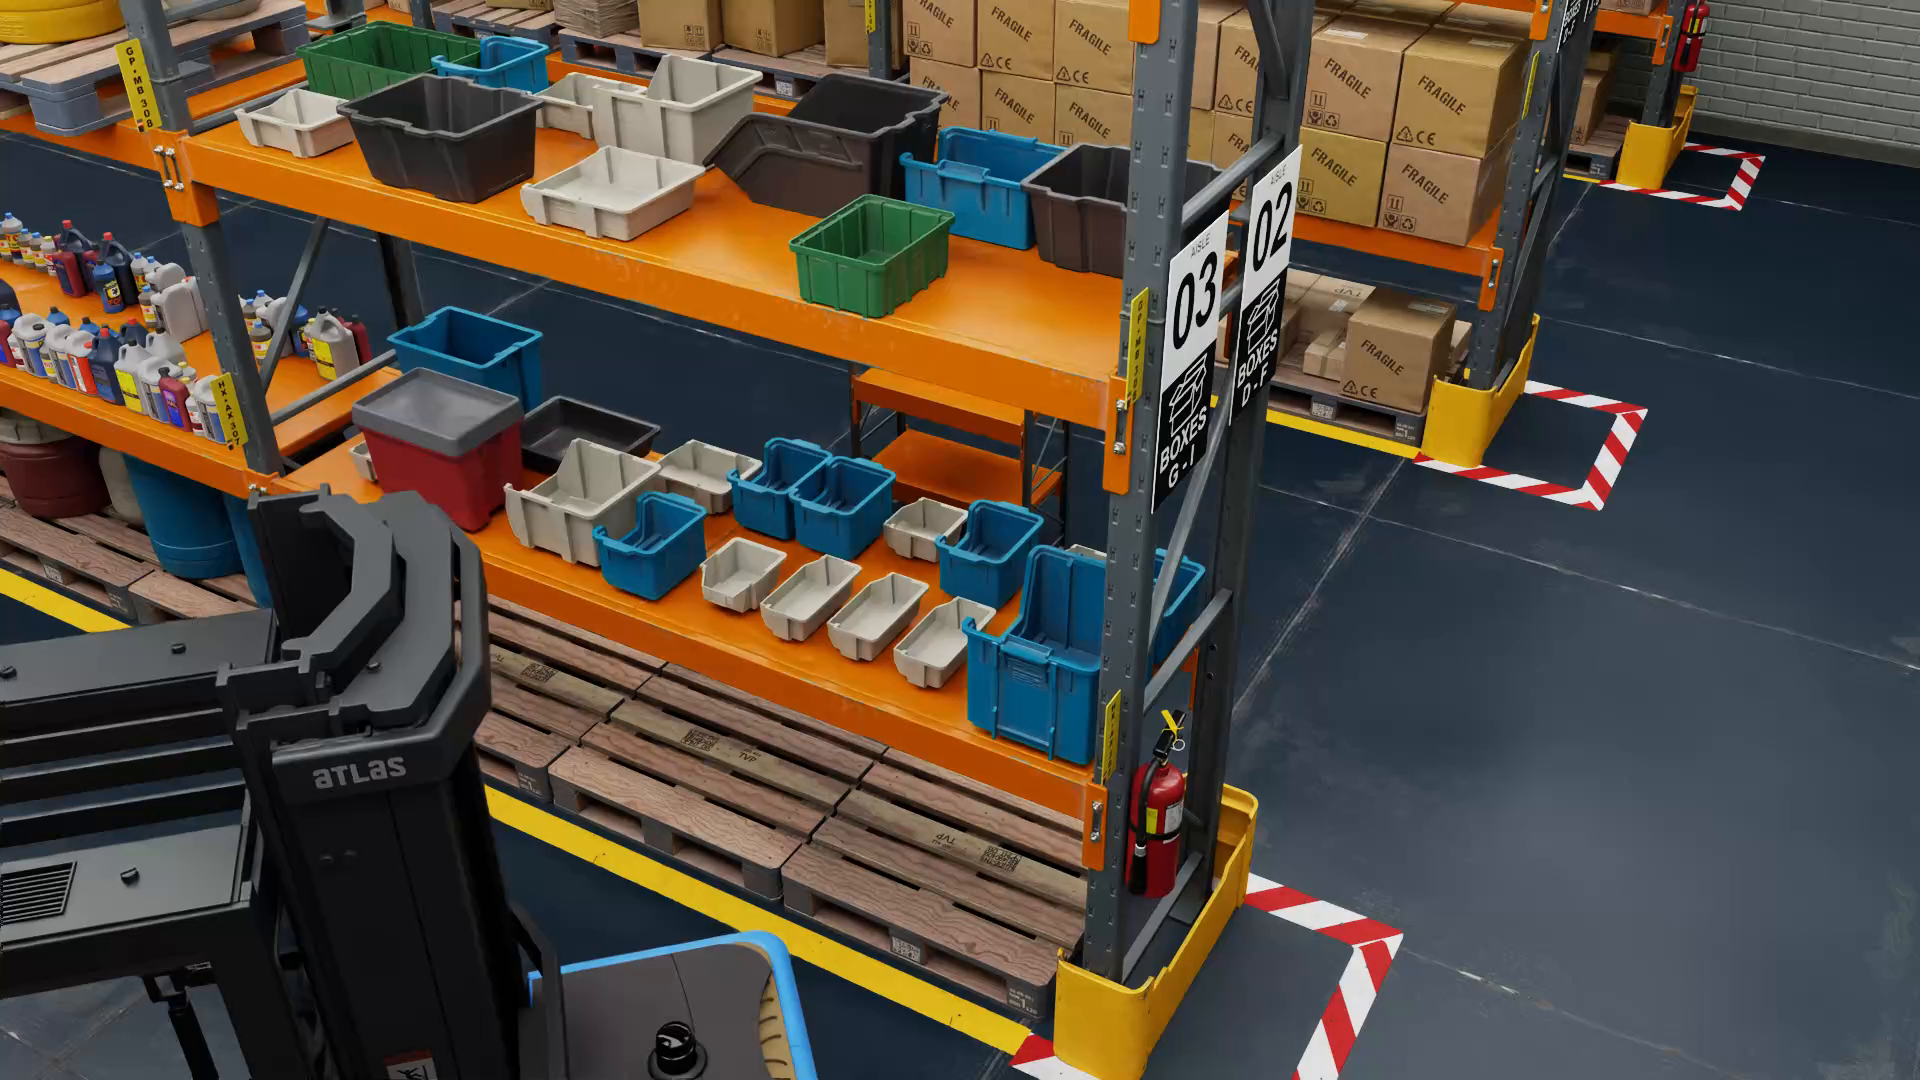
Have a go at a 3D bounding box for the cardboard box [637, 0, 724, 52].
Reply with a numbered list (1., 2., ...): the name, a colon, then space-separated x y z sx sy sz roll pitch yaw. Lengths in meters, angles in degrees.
1. cardboard box: -1.842 -3.732 11.450 0.500 0.500 0.700 8 35 12

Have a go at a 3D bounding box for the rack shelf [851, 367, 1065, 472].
1. rack shelf: 0.006 -0.710 8.544 1.000 0.278 0.538 18 37 24

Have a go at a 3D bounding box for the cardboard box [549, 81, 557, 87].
1. cardboard box: -2.771 -3.457 12.687 0.500 0.250 0.500 19 38 26

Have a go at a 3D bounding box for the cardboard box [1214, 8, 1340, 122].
1. cardboard box: 1.781 -2.686 9.356 0.500 0.500 0.500 19 38 26

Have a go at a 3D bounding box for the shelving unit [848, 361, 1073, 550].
1. shelving unit: 0.006 -0.466 8.706 1.048 1.125 0.538 18 37 24

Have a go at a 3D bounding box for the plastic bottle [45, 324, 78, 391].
1. plastic bottle: -4.113 -0.854 7.710 0.135 0.276 0.152 18 37 24

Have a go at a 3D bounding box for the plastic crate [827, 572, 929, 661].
1. plastic crate: -0.308 0.284 6.072 0.243 0.136 0.396 18 37 24

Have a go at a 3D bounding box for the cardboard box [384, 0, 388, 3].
1. cardboard box: -4.431 -4.462 13.095 0.500 0.311 0.500 17 37 24

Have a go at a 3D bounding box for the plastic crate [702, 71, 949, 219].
1. plastic crate: -0.456 -1.352 5.695 0.767 0.338 0.504 18 37 24

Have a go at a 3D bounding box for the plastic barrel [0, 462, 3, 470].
1. plastic barrel: -5.244 -0.678 9.198 0.421 0.512 0.421 0 34 0

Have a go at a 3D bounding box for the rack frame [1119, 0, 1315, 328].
1. rack frame: 0.734 -2.074 4.017 0.127 3.000 1.000 18 37 24

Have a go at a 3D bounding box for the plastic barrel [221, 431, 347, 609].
1. plastic barrel: -3.203 -0.136 8.033 0.708 0.901 0.600 18 37 24

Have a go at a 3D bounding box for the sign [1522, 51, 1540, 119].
1. sign: 2.902 -2.311 8.456 0.005 0.325 0.100 18 37 24

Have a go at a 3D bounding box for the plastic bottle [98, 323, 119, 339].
1. plastic bottle: -3.951 -0.881 7.753 0.097 0.271 0.097 0 34 0

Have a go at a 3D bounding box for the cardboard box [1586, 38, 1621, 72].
1. cardboard box: 5.200 -3.955 13.545 0.250 0.149 0.380 18 38 25

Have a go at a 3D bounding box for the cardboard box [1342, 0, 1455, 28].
1. cardboard box: 2.483 -2.806 9.537 0.500 0.500 0.500 18 38 25

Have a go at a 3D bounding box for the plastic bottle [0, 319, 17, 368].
1. plastic bottle: -4.538 -0.963 7.866 0.133 0.283 0.061 18 37 24

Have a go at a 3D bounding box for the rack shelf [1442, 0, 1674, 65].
1. rack shelf: 3.913 -4.595 13.864 4.000 0.370 1.077 18 37 24

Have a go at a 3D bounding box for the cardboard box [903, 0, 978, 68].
1. cardboard box: -0.008 -3.252 10.207 0.500 0.500 0.500 19 38 26

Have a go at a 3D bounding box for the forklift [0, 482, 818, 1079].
1. forklift: -1.891 1.356 4.341 3.031 2.935 1.130 -8 35 -12

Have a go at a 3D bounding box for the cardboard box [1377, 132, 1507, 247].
1. cardboard box: 2.671 -1.993 9.218 0.500 0.500 0.500 19 38 26

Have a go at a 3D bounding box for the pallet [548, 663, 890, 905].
1. pallet: -1.018 1.002 7.325 1.213 0.211 1.003 18 37 24

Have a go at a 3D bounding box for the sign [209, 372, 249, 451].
1. sign: -3.013 -0.528 6.858 0.005 0.325 0.100 18 37 24

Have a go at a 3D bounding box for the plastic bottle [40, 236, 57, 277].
1. plastic bottle: -4.766 -1.497 8.742 0.097 0.201 0.097 0 34 0

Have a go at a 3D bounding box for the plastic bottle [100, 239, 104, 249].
1. plastic bottle: -4.380 -1.421 8.553 0.133 0.283 0.061 18 37 24

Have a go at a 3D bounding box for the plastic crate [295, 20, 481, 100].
1. plastic crate: -2.221 -1.866 6.602 0.662 0.188 0.450 18 37 24

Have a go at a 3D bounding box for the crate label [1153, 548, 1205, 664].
1. crate label: 0.683 0.241 6.049 0.303 0.233 0.416 18 37 24

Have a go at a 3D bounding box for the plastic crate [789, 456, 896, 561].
1. plastic crate: -0.460 -0.121 6.593 0.300 0.233 0.416 18 37 24

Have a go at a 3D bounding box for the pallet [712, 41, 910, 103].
1. pallet: -0.917 -3.252 11.371 1.213 0.211 1.003 18 37 24

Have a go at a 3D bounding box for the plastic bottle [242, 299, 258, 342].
1. plastic bottle: -3.441 -1.077 8.112 0.097 0.201 0.097 0 34 0

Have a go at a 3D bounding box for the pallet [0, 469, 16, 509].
1. pallet: -5.507 -0.420 9.461 1.213 0.211 1.003 18 37 24

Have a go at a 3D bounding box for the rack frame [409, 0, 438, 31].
1. rack frame: -3.751 -4.160 12.561 0.127 3.000 1.000 18 37 24

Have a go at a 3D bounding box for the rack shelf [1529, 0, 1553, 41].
1. rack shelf: 1.459 -3.459 9.451 4.000 0.370 1.077 18 37 24

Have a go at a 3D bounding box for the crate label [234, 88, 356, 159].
1. crate label: -2.457 -1.542 6.162 0.466 0.136 0.293 18 37 24

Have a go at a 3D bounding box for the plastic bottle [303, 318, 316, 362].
1. plastic bottle: -3.071 -0.960 7.936 0.097 0.201 0.097 0 34 0

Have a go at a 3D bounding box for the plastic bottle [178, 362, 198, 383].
1. plastic bottle: -3.513 -0.713 7.564 0.097 0.201 0.097 0 34 0

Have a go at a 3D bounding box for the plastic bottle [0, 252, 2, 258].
1. plastic bottle: -5.188 -1.660 8.924 0.097 0.271 0.097 0 34 0

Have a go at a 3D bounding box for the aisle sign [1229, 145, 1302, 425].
1. aisle sign: 0.944 -0.782 5.144 0.004 0.787 0.394 18 37 24

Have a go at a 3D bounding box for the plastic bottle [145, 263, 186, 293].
1. plastic bottle: -3.957 -1.254 8.310 0.135 0.276 0.152 18 37 24

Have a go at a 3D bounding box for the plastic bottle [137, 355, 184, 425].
1. plastic bottle: -3.559 -0.679 7.446 0.135 0.276 0.152 18 37 24

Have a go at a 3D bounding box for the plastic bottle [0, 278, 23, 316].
1. plastic bottle: -4.697 -1.165 8.109 0.185 0.351 0.144 18 37 24

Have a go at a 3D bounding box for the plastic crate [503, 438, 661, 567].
1. plastic crate: -1.505 -0.144 6.584 0.530 0.282 0.437 18 37 24

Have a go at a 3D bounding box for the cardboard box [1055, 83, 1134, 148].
1. cardboard box: 0.909 -2.552 10.057 0.500 0.500 0.500 17 37 24

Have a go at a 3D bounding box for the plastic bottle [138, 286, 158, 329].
1. plastic bottle: -4.003 -1.158 8.233 0.097 0.201 0.097 0 34 0

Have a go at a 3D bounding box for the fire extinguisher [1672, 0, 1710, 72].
1. fire extinguisher: 5.552 -3.893 12.568 0.183 0.674 0.296 18 37 24

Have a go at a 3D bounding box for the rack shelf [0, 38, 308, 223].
1. rack shelf: -4.475 -2.176 7.525 4.000 0.370 1.077 18 37 24

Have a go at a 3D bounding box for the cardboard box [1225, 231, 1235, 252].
1. cardboard box: 1.356 -1.689 10.707 0.637 0.503 0.797 18 37 24
